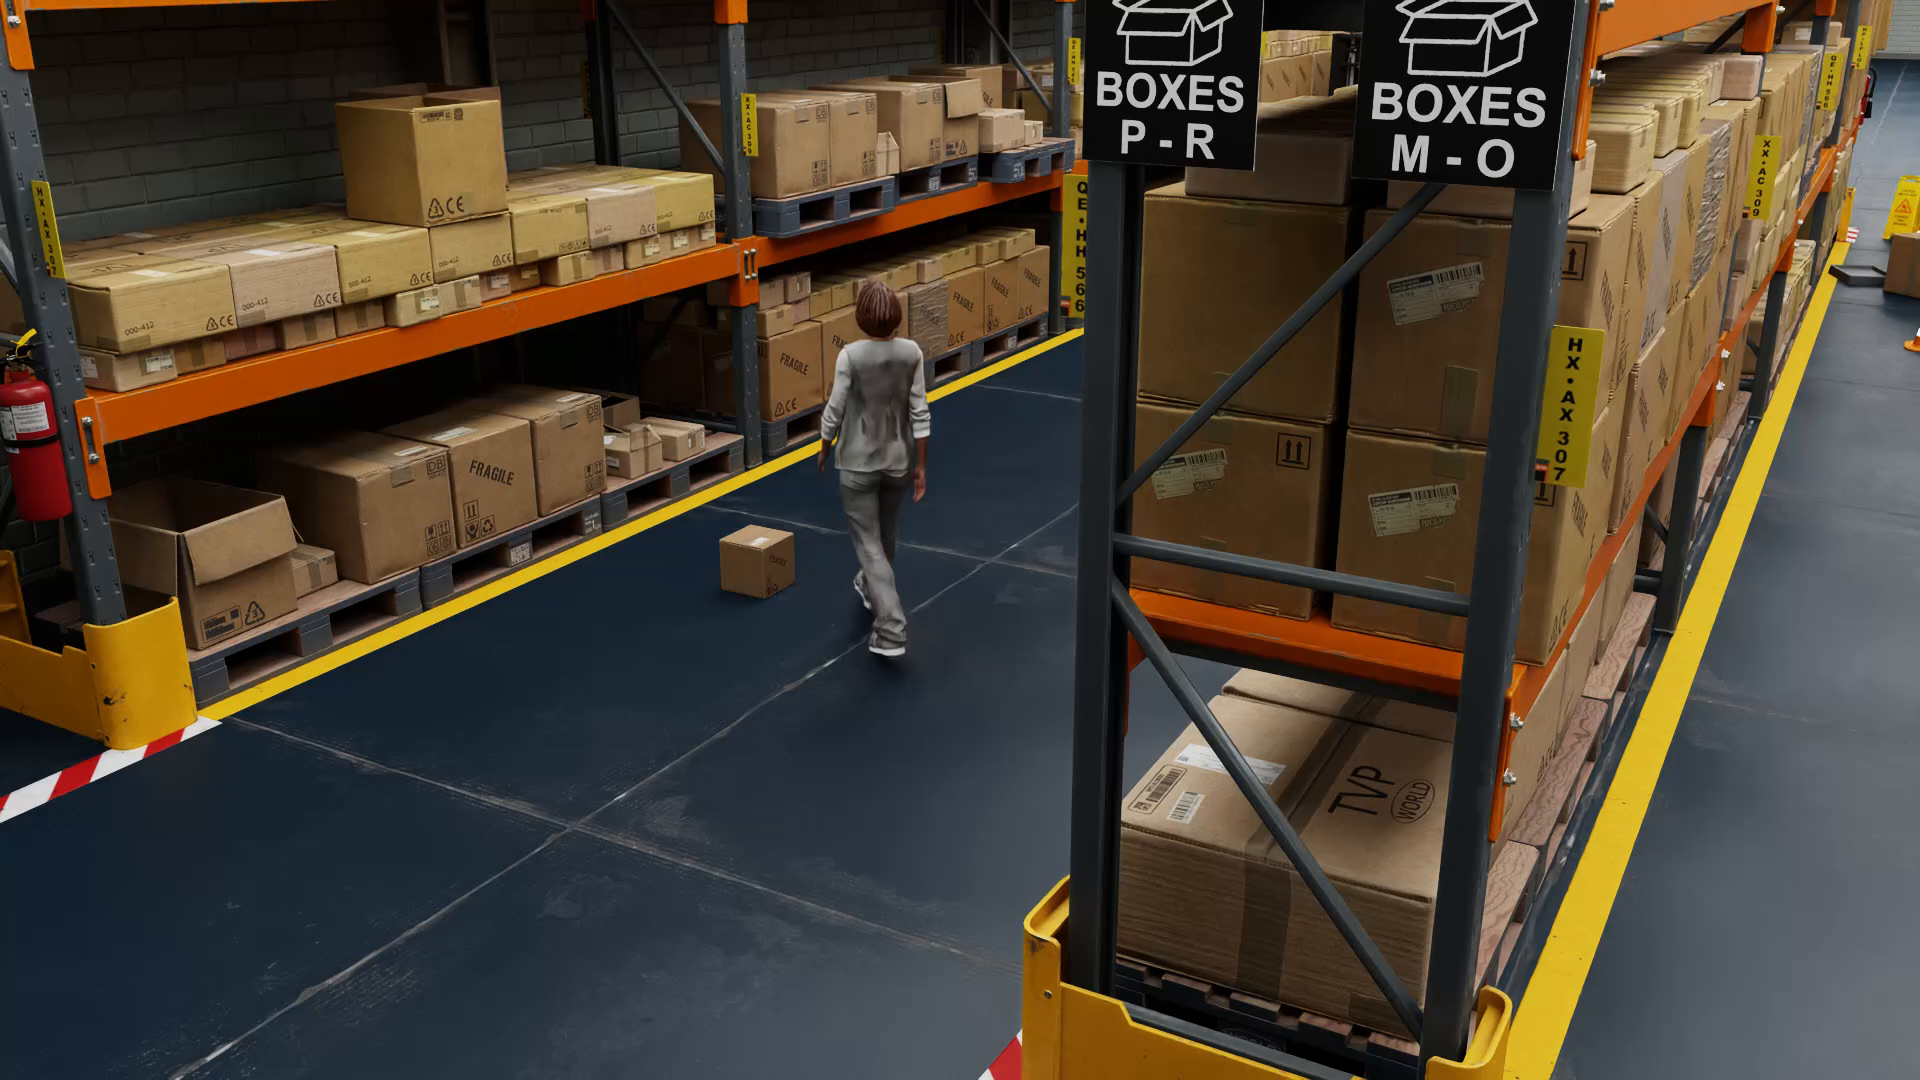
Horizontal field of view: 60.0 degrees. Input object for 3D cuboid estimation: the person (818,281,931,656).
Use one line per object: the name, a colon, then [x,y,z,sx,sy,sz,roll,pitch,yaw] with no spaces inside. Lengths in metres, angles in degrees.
person: [-0.383,-0.338,7.015,0.419,1.546,0.881,-10,22,-25]
